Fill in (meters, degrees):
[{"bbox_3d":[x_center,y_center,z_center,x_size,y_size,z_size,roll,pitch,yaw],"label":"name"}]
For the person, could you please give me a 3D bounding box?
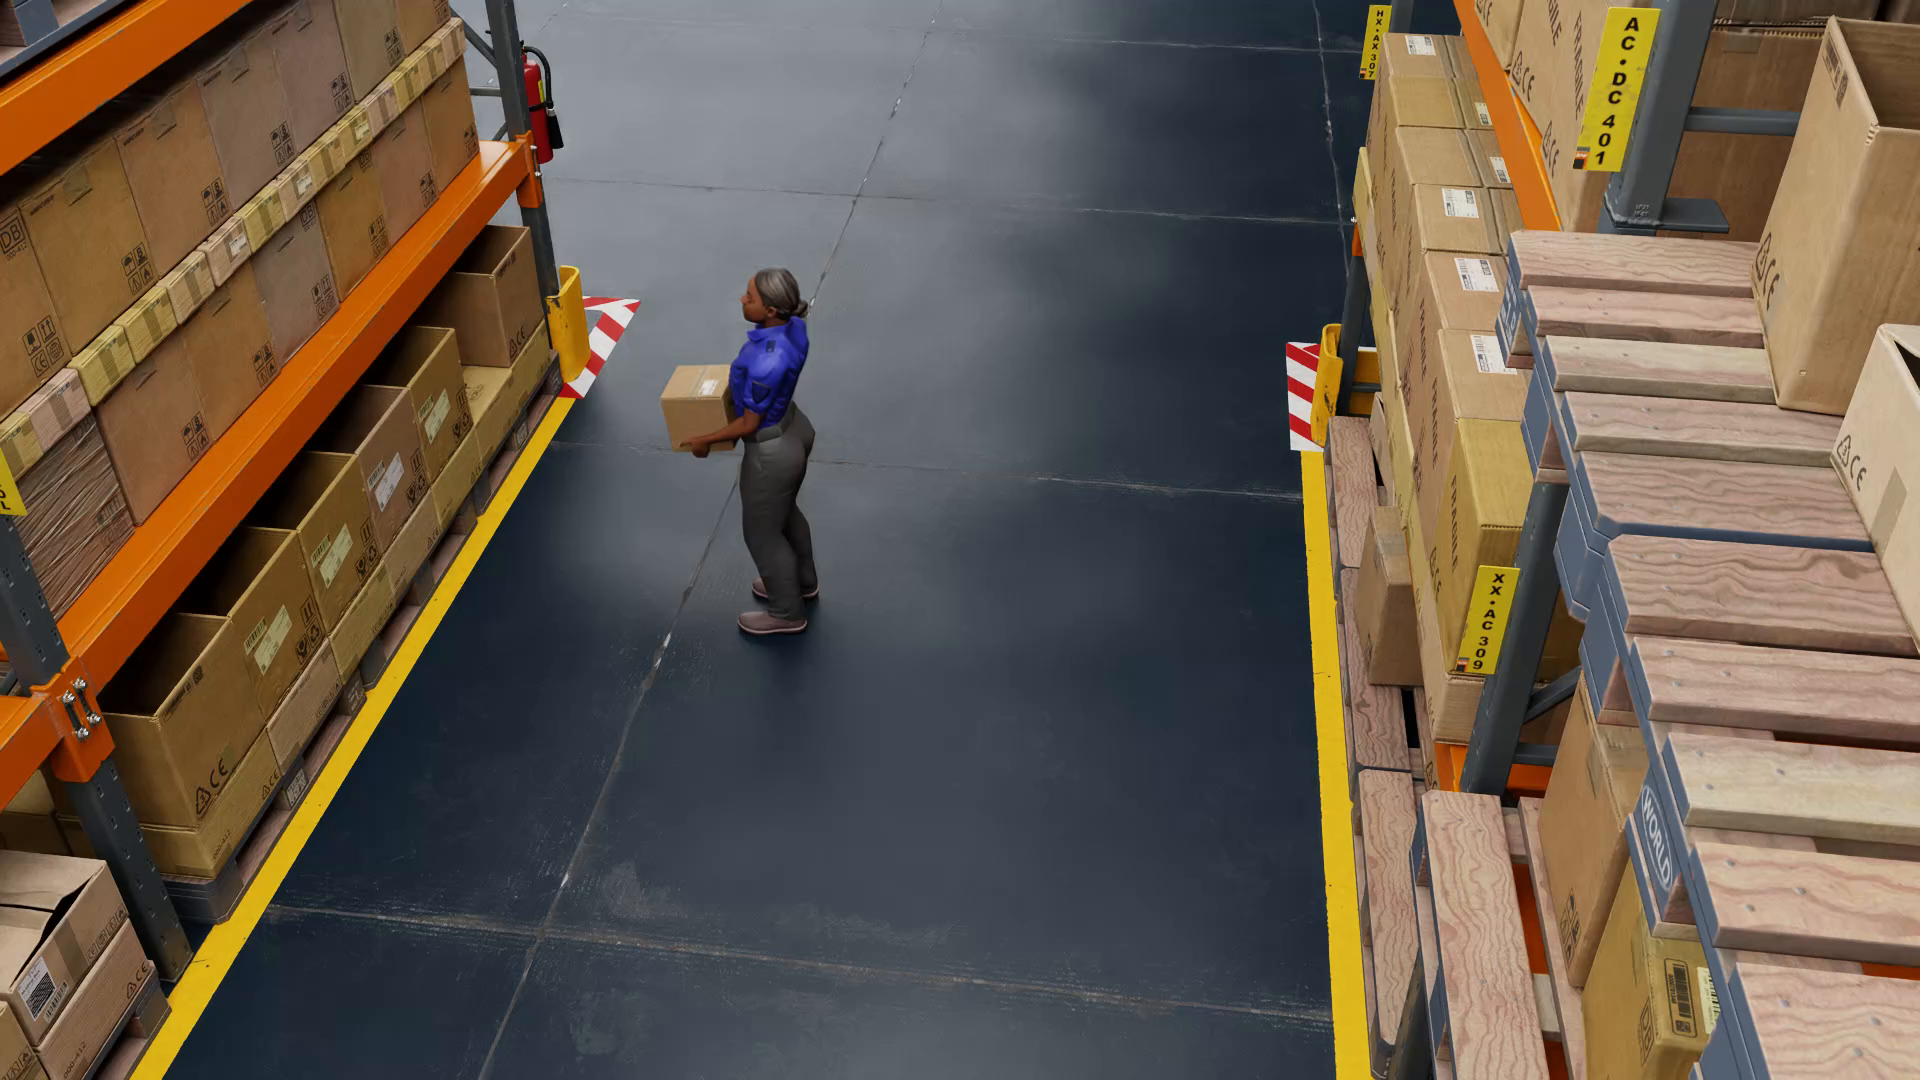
[{"bbox_3d":[-0.827,-0.362,6.654,0.523,1.646,0.450,5,37,7],"label":"person"}]
